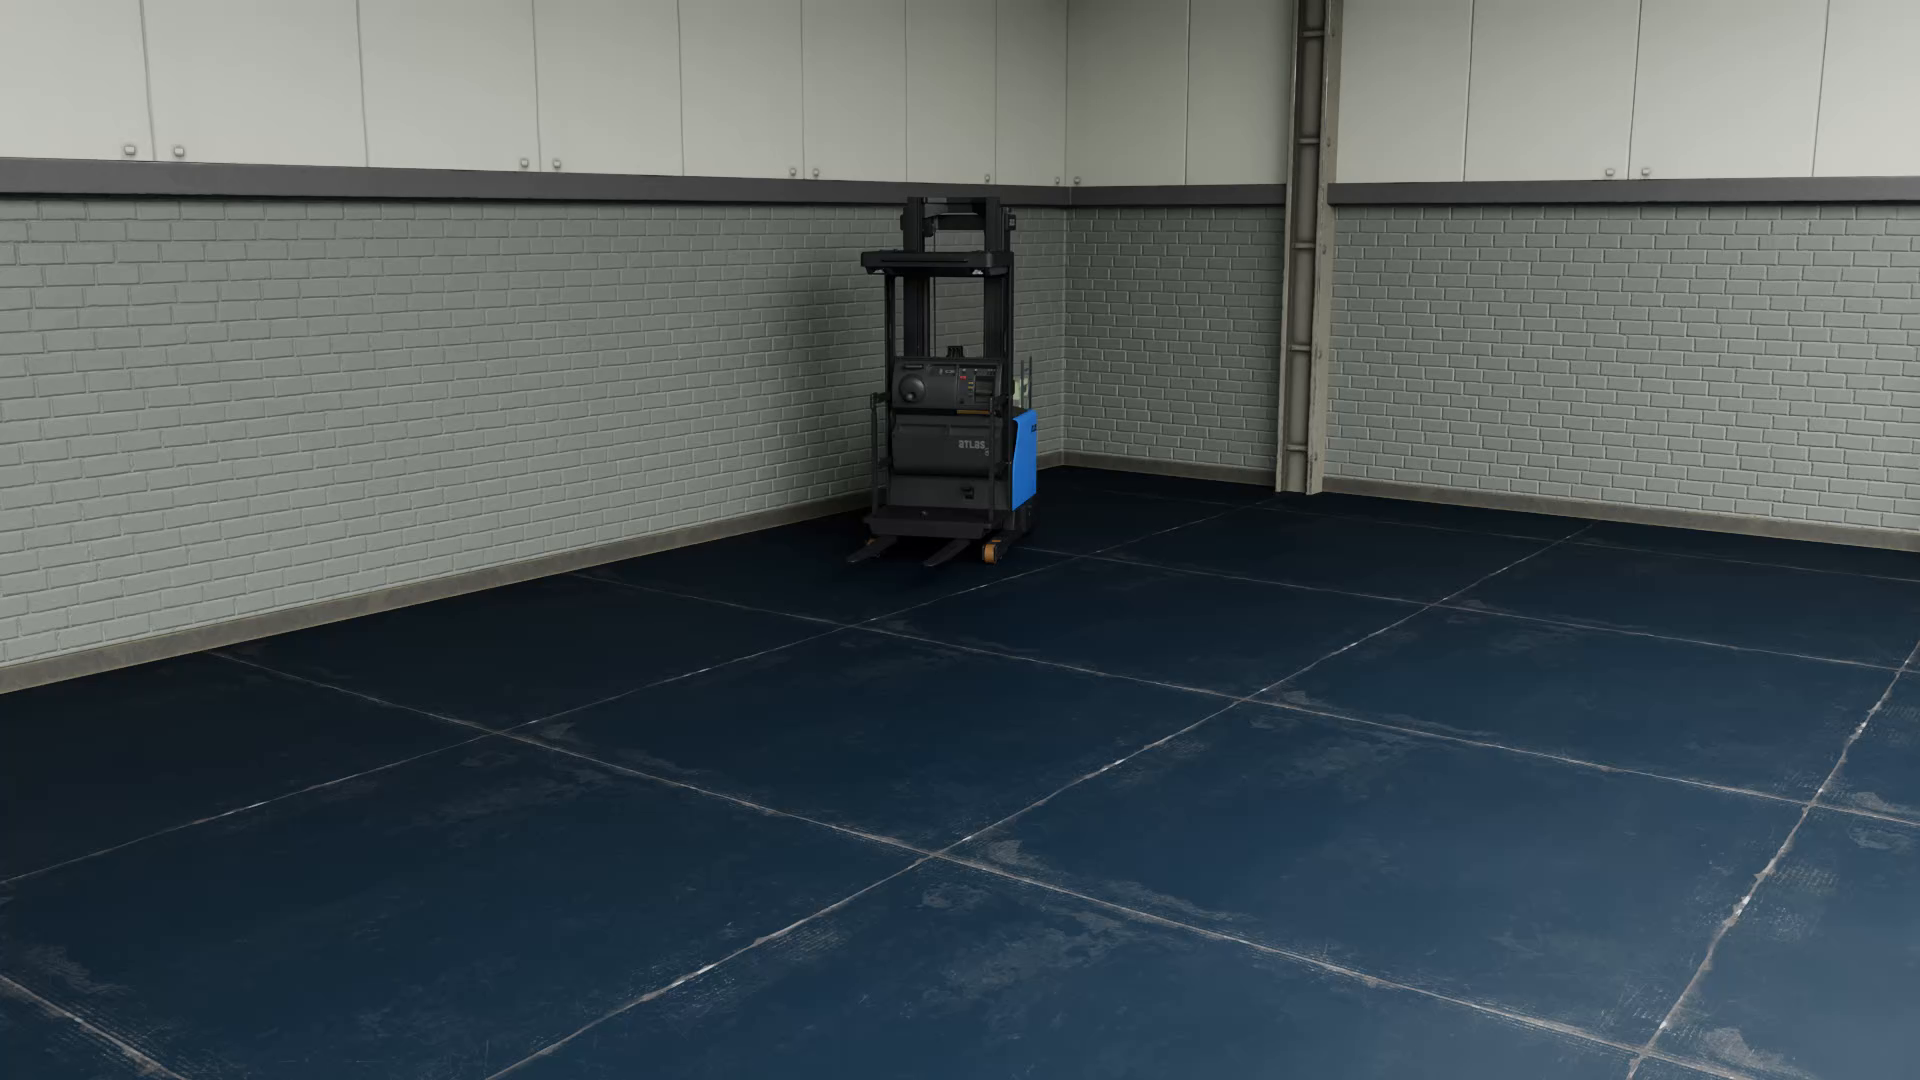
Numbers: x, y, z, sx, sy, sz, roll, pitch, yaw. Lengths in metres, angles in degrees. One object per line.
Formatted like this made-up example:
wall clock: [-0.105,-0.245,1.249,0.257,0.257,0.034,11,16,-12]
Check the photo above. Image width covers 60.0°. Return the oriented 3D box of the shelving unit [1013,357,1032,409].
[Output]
shelving unit: [0.256,-0.947,15.474,0.755,1.500,0.431,3,11,14]

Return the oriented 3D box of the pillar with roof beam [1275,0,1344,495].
pillar with roof beam: [0.947,-4.264,12.881,0.400,9.000,9.100,8,13,36]

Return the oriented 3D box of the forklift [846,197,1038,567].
forklift: [-0.158,-1.323,13.654,1.130,2.935,3.031,3,11,14]

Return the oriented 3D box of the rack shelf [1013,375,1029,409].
rack shelf: [0.256,-1.330,15.400,0.720,0.370,0.431,3,11,14]

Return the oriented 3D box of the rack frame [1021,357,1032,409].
rack frame: [0.610,-0.929,15.384,0.023,1.500,0.400,3,11,14]
